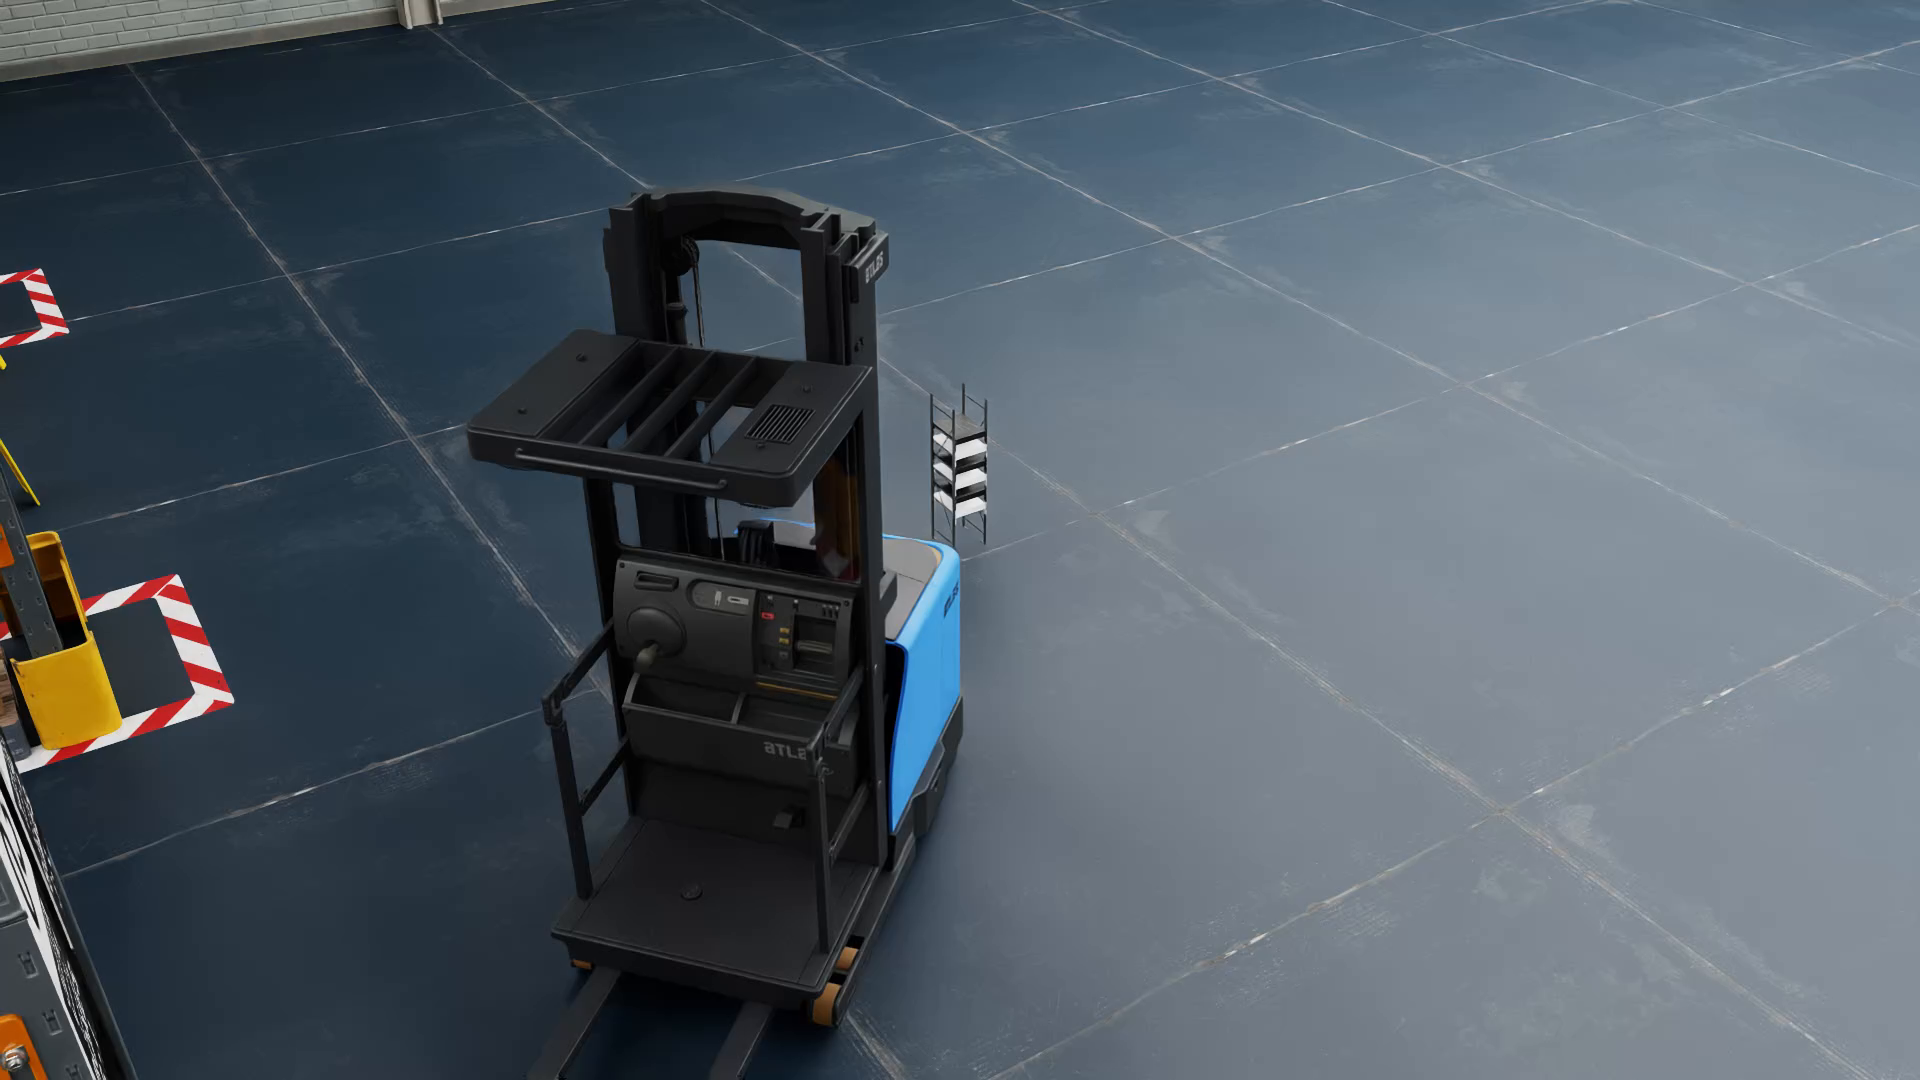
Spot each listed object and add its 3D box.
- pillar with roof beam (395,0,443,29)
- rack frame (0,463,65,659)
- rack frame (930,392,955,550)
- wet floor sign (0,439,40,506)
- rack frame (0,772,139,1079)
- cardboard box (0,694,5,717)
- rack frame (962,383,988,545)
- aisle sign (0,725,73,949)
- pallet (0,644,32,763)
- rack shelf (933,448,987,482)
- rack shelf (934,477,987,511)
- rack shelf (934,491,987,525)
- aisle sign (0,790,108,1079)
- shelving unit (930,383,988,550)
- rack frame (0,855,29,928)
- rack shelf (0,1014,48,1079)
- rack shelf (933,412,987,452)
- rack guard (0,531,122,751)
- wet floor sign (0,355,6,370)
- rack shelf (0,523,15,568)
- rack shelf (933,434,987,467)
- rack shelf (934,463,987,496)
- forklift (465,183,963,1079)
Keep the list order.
[{"bbox_3d":[-3.577,-7.544,12.775,0.400,9.000,9.100,-19,37,-27],"label":"pillar with roof beam"},{"bbox_3d":[-4.419,-0.584,7.365,0.127,3.000,1.000,-19,37,-27],"label":"rack frame"},{"bbox_3d":[-0.092,-0.349,8.960,0.006,0.900,0.240,-19,37,-27],"label":"rack frame"},{"bbox_3d":[-5.468,-0.485,9.414,0.232,0.644,0.267,-26,41,-35],"label":"wet floor sign"},{"bbox_3d":[-1.817,1.669,3.793,0.127,3.000,1.000,-19,37,-27],"label":"rack frame"},{"bbox_3d":[-4.954,0.362,7.462,0.875,0.875,0.875,-19,37,-27],"label":"cardboard box"},{"bbox_3d":[0.079,-0.408,9.053,0.006,0.900,0.240,-19,37,-27],"label":"rack frame"},{"bbox_3d":[-1.927,0.417,3.341,0.004,0.787,0.394,-19,37,-27],"label":"aisle sign"},{"bbox_3d":[-5.049,0.861,7.687,1.213,0.211,1.003,-19,37,-27],"label":"pallet"},{"bbox_3d":[-0.007,-0.426,8.976,0.200,0.077,0.258,-19,37,-27],"label":"rack shelf"},{"bbox_3d":[-0.007,-0.274,9.072,0.200,0.077,0.258,-19,37,-27],"label":"rack shelf"},{"bbox_3d":[-0.007,-0.198,9.120,0.200,0.077,0.258,-19,37,-27],"label":"rack shelf"},{"bbox_3d":[-1.602,0.686,2.914,0.004,0.787,0.394,-19,37,-27],"label":"aisle sign"},{"bbox_3d":[-0.007,-0.378,9.006,0.210,0.900,0.258,-19,37,-27],"label":"shelving unit"},{"bbox_3d":[-1.817,-0.868,2.192,0.127,3.000,1.000,-19,37,-27],"label":"rack frame"},{"bbox_3d":[-3.498,1.283,2.268,4.000,0.370,1.077,-19,37,-27],"label":"rack shelf"},{"bbox_3d":[-0.007,-0.578,8.880,0.200,0.077,0.258,-19,37,-27],"label":"rack shelf"},{"bbox_3d":[-4.399,0.466,8.043,0.348,0.500,1.175,-19,37,-27],"label":"rack guard"},{"bbox_3d":[-6.447,-1.354,10.792,0.232,0.644,0.267,-7,33,-11],"label":"wet floor sign"},{"bbox_3d":[-6.100,0.298,6.640,4.000,0.370,1.077,-19,37,-27],"label":"rack shelf"},{"bbox_3d":[-0.007,-0.502,8.928,0.200,0.077,0.258,-19,37,-27],"label":"rack shelf"},{"bbox_3d":[-0.007,-0.350,9.024,0.200,0.077,0.258,-19,37,-27],"label":"rack shelf"},{"bbox_3d":[-0.894,0.370,5.916,1.130,2.935,3.031,9,33,14],"label":"forklift"}]
